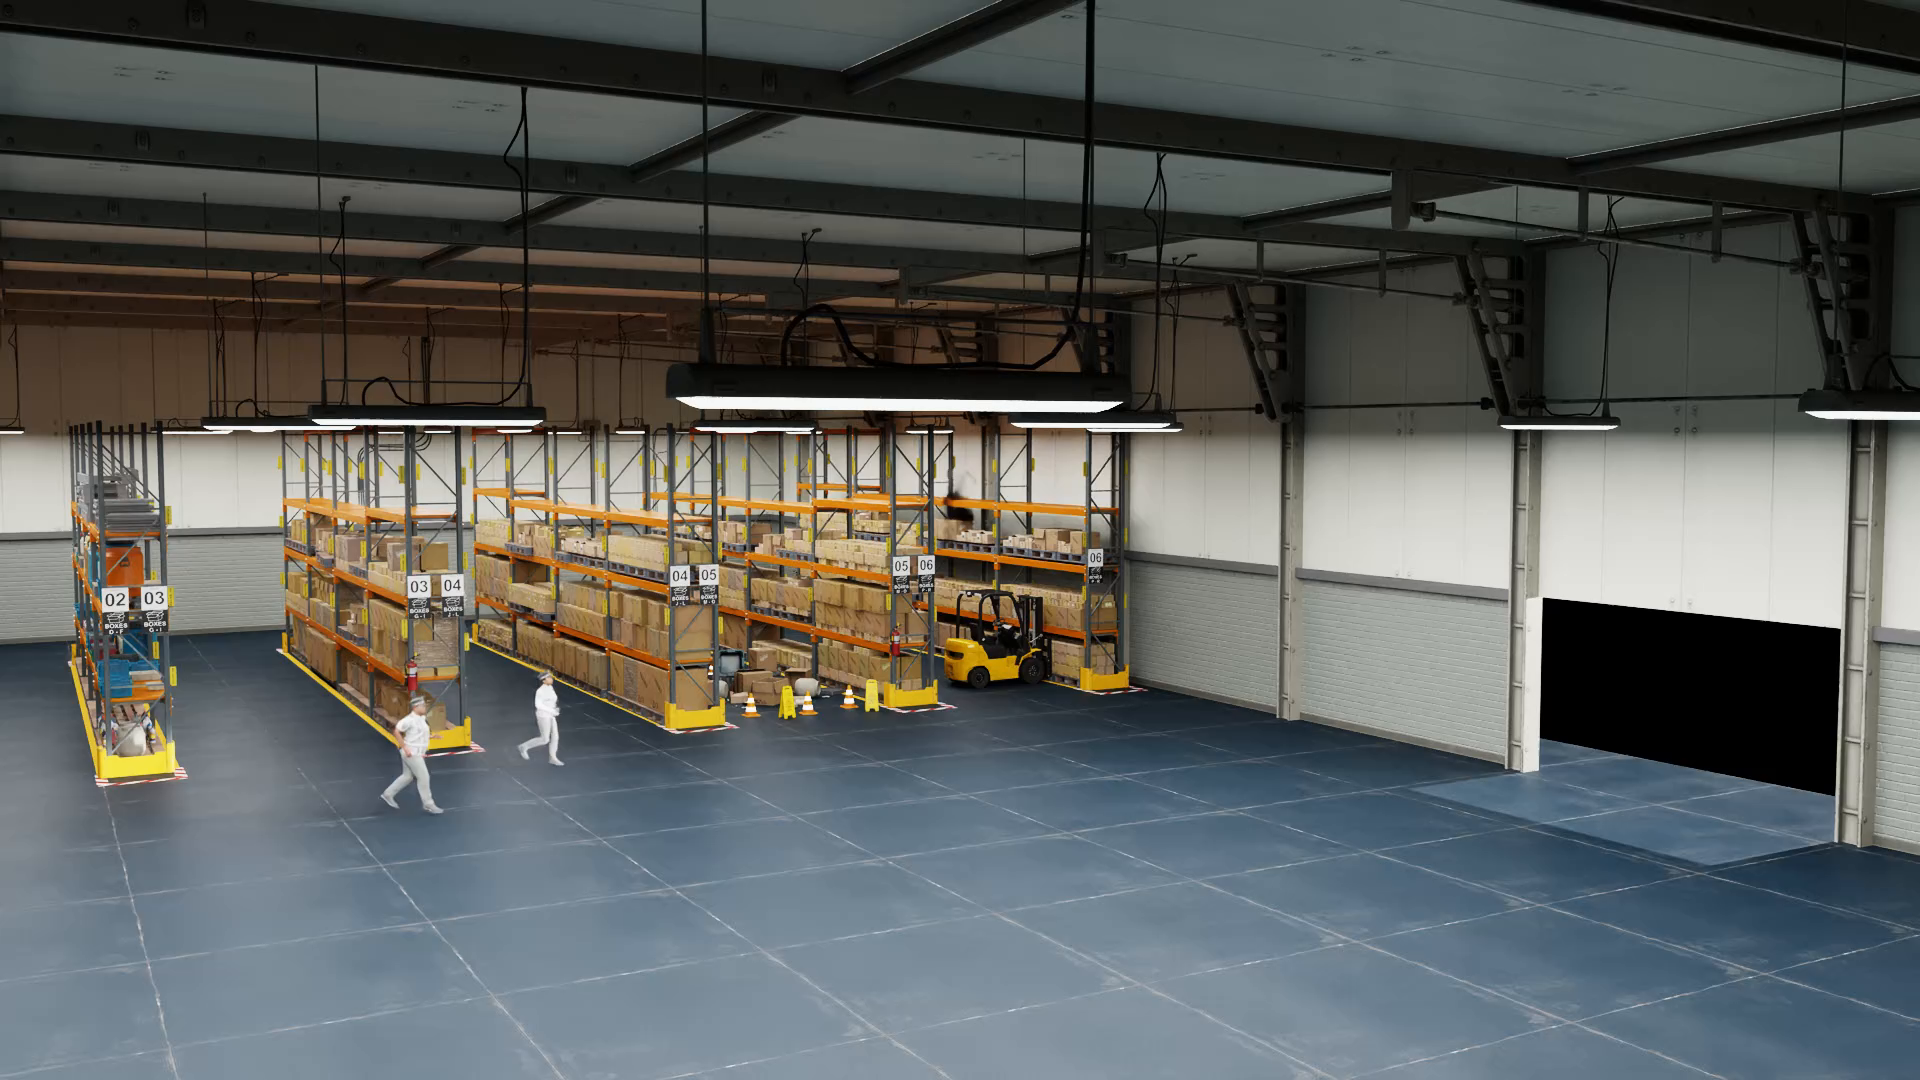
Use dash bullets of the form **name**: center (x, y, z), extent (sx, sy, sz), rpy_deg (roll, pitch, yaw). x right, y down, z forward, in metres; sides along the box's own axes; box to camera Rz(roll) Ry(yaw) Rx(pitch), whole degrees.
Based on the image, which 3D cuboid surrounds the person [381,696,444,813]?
- **person**: center (-8.363, 3.275, 25.370), extent (0.946, 1.789, 0.604), rpy_deg (0, 4, -6)

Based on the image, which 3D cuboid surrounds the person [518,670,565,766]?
- **person**: center (-7.295, 3.102, 29.072), extent (0.780, 1.696, 0.624), rpy_deg (0, 4, 6)

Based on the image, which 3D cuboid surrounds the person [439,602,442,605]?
- **person**: center (-14.390, 2.013, 46.849), extent (0.646, 1.663, 0.677), rpy_deg (1, 4, 18)
